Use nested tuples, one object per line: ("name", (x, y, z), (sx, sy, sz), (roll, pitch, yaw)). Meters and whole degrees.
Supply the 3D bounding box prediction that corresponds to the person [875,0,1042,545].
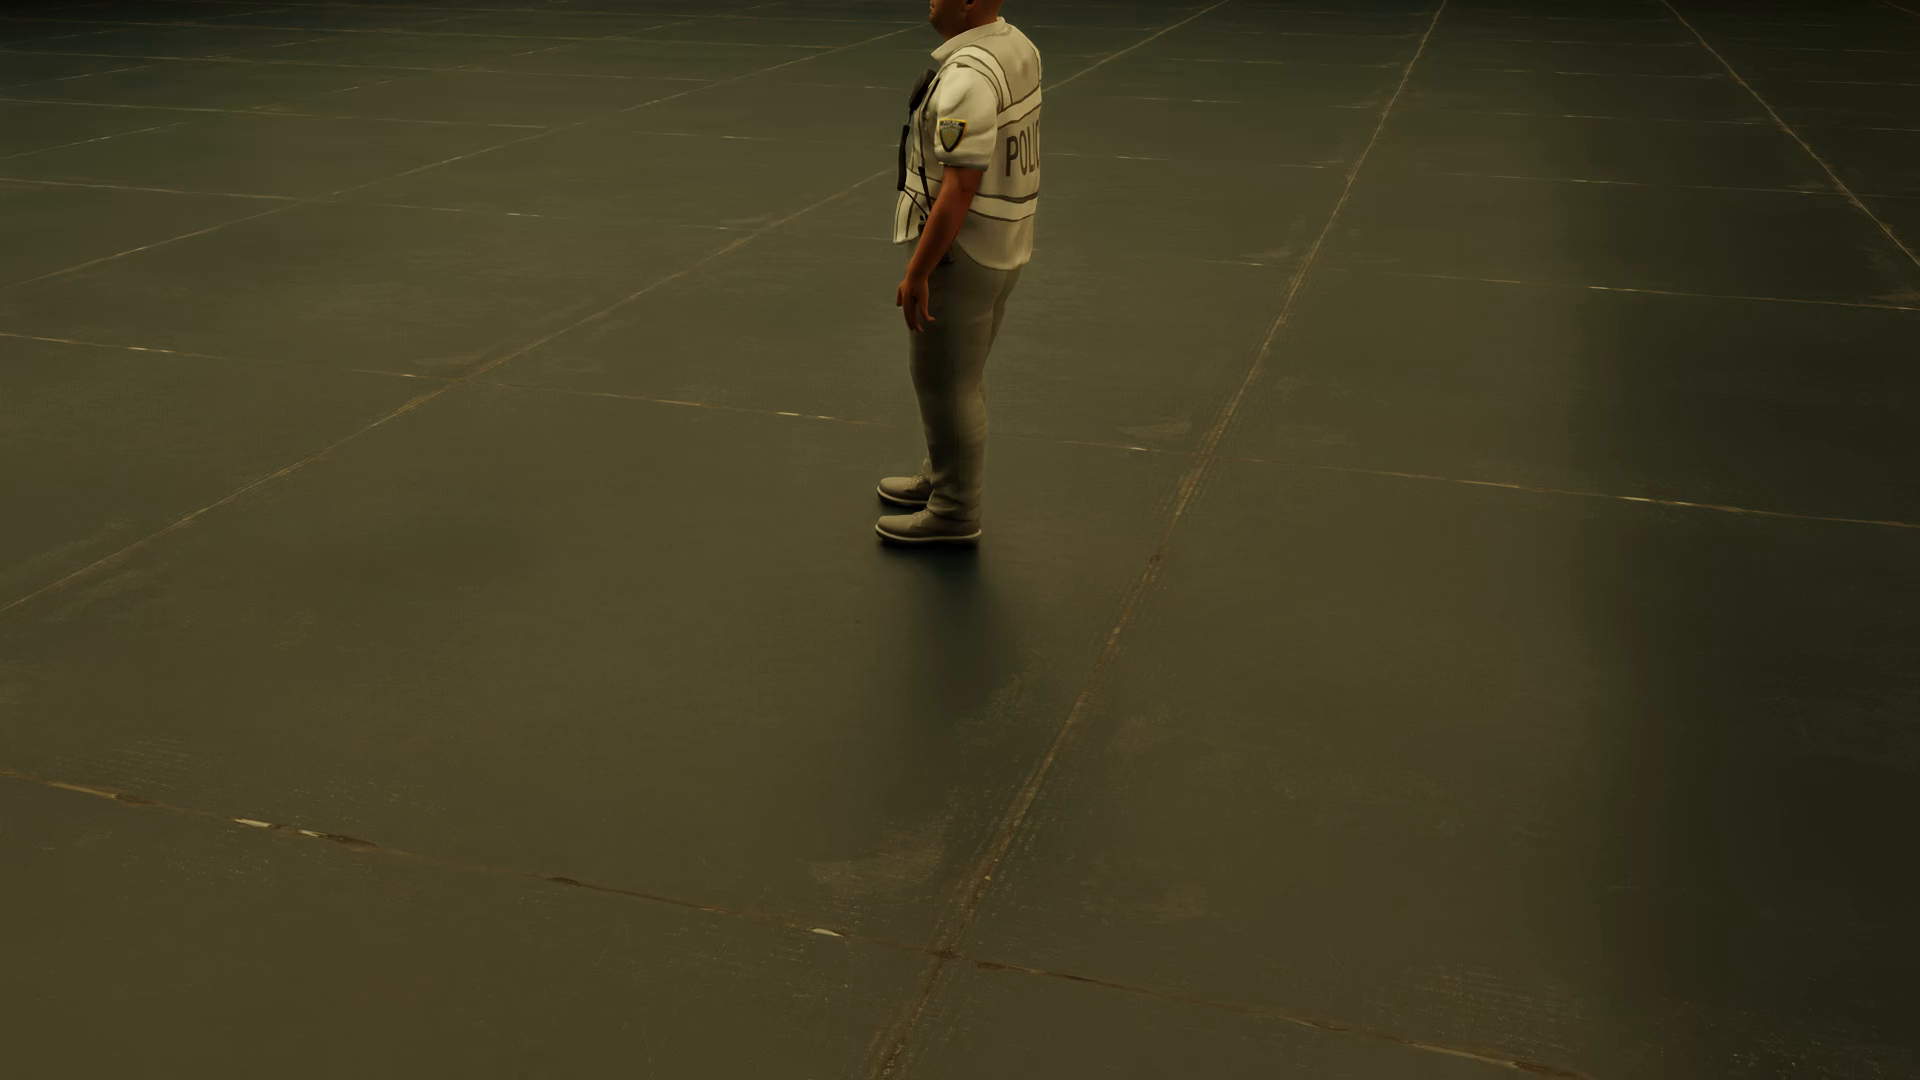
("person", (-0.070, -0.843, 4.810), (0.575, 1.781, 0.640), (7, 23, 16))
